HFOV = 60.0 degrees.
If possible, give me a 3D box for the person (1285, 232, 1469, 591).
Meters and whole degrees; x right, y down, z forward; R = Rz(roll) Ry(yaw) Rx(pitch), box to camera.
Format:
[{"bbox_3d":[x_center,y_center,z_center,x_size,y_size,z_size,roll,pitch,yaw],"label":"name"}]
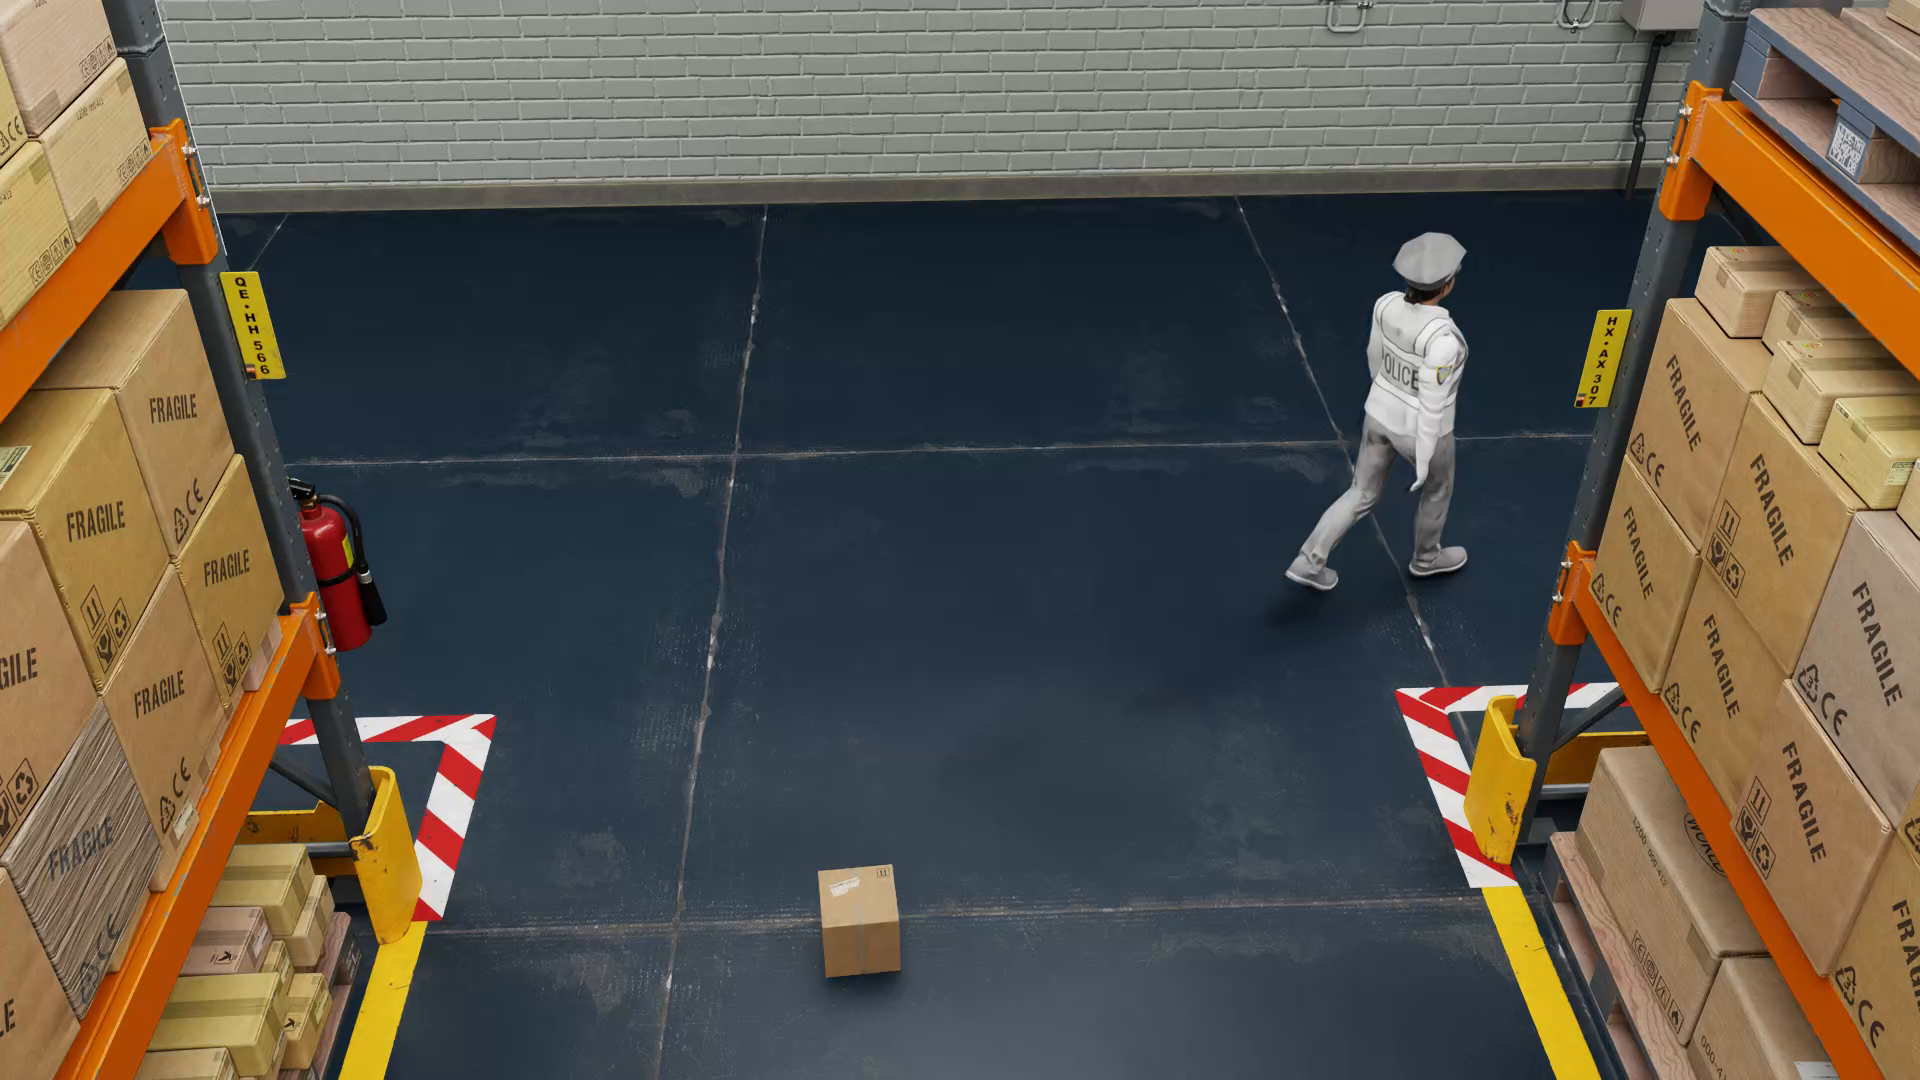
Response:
[{"bbox_3d":[1.813,-0.496,6.803,0.909,1.646,0.496,-20,40,-25],"label":"person"}]
